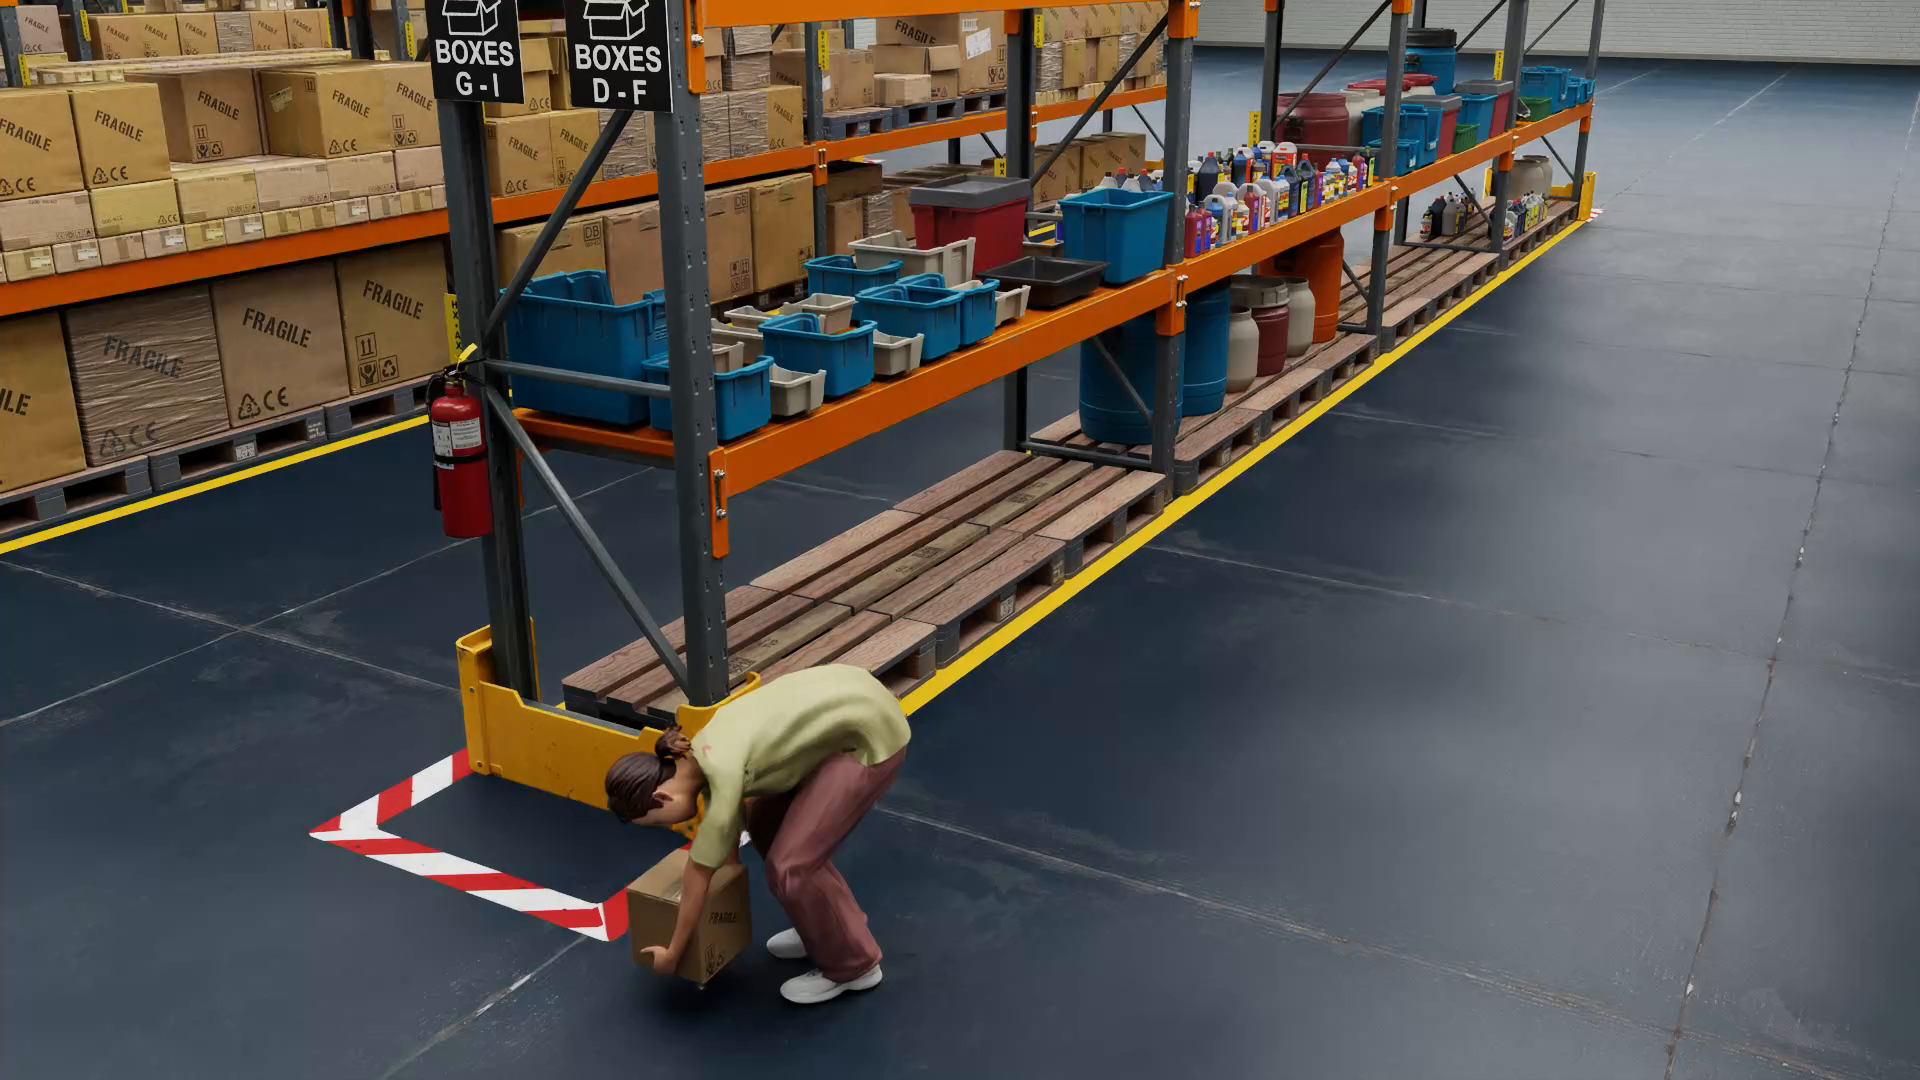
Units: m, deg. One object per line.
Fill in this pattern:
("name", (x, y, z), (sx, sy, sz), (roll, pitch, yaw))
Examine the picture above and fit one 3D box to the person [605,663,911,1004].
("person", (-0.565, 0.851, 4.756), (0.854, 0.948, 0.461), (-6, 20, -17))
